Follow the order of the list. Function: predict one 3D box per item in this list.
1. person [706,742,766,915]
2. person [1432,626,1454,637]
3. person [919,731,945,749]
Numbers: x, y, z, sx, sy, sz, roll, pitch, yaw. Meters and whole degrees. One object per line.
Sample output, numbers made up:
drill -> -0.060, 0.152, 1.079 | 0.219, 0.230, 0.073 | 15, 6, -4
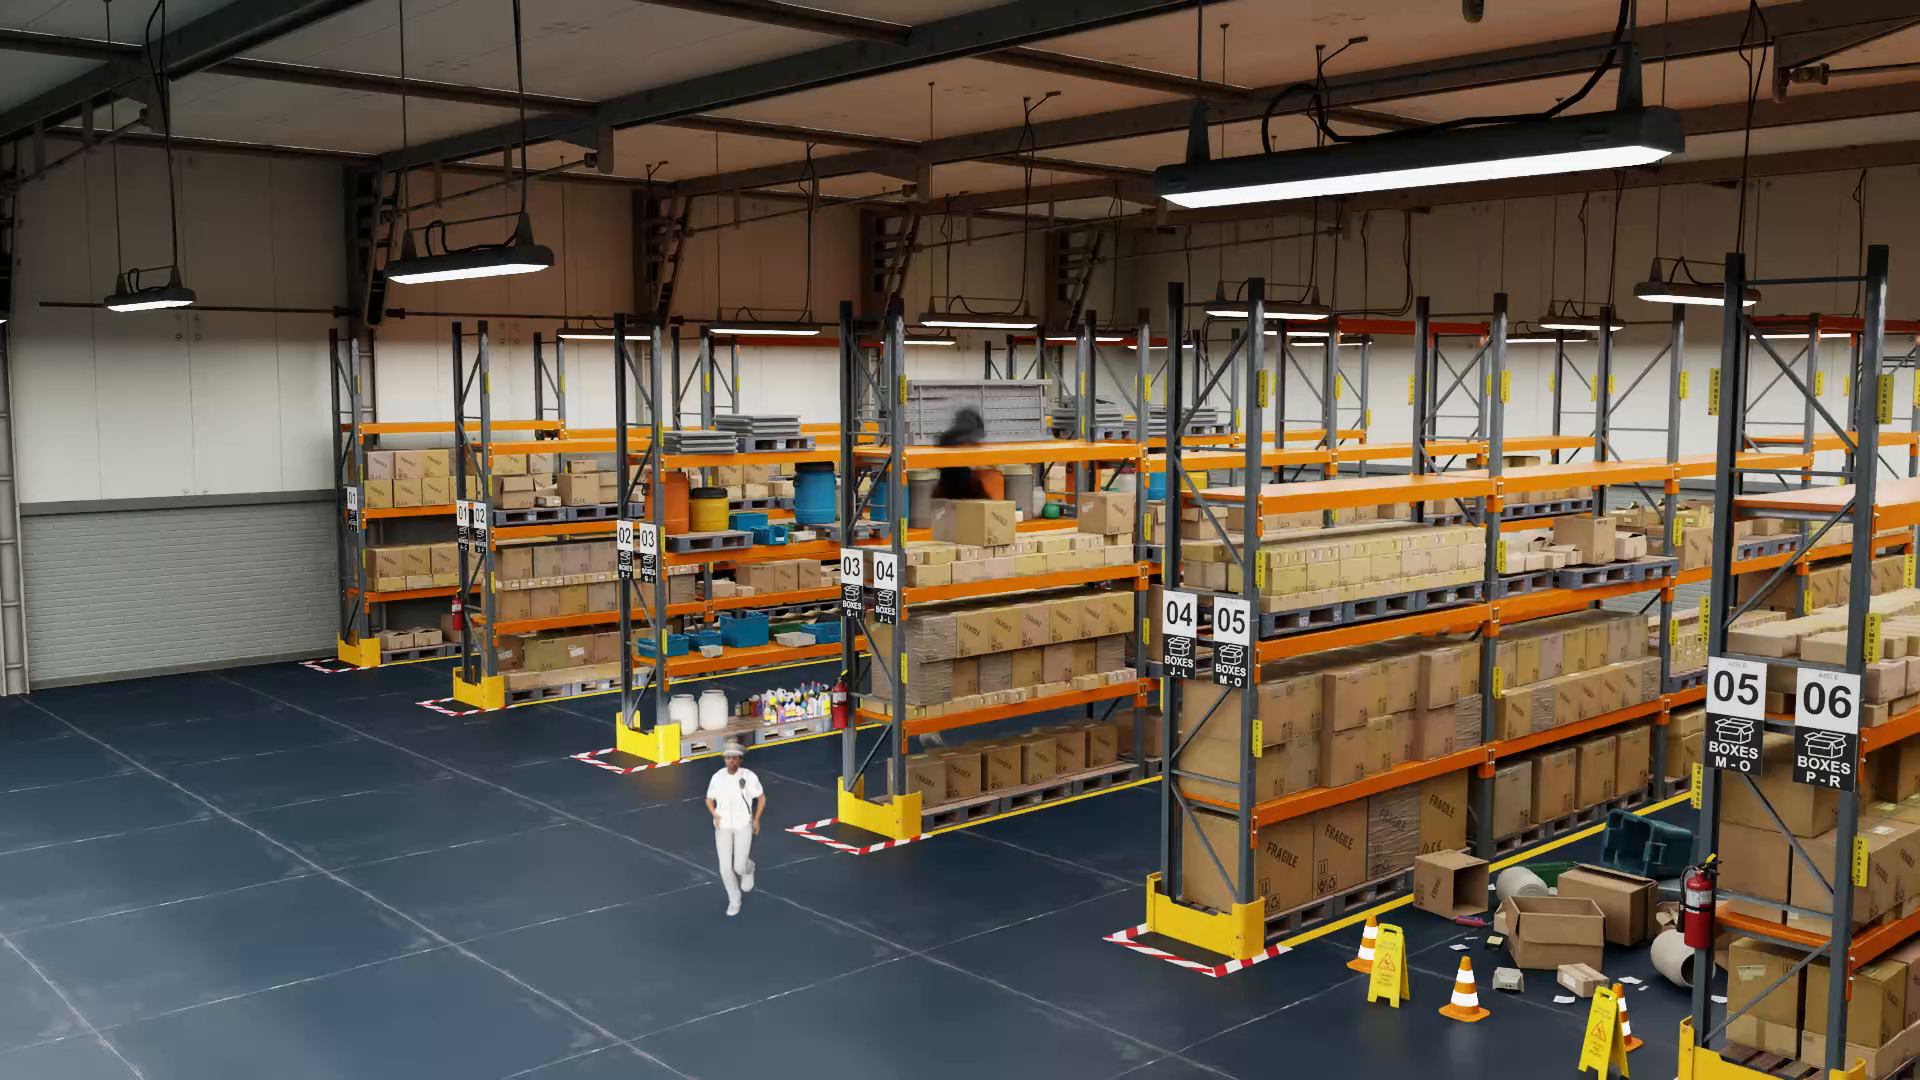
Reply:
person -> -2.180, 2.765, 16.093 | 0.576, 1.663, 0.563 | 0, 6, 3
person -> 6.883, 1.940, 23.617 | 0.974, 1.775, 0.663 | -5, 8, -43
person -> -0.363, 2.173, 21.467 | 0.715, 1.803, 0.639 | -5, 7, -39
